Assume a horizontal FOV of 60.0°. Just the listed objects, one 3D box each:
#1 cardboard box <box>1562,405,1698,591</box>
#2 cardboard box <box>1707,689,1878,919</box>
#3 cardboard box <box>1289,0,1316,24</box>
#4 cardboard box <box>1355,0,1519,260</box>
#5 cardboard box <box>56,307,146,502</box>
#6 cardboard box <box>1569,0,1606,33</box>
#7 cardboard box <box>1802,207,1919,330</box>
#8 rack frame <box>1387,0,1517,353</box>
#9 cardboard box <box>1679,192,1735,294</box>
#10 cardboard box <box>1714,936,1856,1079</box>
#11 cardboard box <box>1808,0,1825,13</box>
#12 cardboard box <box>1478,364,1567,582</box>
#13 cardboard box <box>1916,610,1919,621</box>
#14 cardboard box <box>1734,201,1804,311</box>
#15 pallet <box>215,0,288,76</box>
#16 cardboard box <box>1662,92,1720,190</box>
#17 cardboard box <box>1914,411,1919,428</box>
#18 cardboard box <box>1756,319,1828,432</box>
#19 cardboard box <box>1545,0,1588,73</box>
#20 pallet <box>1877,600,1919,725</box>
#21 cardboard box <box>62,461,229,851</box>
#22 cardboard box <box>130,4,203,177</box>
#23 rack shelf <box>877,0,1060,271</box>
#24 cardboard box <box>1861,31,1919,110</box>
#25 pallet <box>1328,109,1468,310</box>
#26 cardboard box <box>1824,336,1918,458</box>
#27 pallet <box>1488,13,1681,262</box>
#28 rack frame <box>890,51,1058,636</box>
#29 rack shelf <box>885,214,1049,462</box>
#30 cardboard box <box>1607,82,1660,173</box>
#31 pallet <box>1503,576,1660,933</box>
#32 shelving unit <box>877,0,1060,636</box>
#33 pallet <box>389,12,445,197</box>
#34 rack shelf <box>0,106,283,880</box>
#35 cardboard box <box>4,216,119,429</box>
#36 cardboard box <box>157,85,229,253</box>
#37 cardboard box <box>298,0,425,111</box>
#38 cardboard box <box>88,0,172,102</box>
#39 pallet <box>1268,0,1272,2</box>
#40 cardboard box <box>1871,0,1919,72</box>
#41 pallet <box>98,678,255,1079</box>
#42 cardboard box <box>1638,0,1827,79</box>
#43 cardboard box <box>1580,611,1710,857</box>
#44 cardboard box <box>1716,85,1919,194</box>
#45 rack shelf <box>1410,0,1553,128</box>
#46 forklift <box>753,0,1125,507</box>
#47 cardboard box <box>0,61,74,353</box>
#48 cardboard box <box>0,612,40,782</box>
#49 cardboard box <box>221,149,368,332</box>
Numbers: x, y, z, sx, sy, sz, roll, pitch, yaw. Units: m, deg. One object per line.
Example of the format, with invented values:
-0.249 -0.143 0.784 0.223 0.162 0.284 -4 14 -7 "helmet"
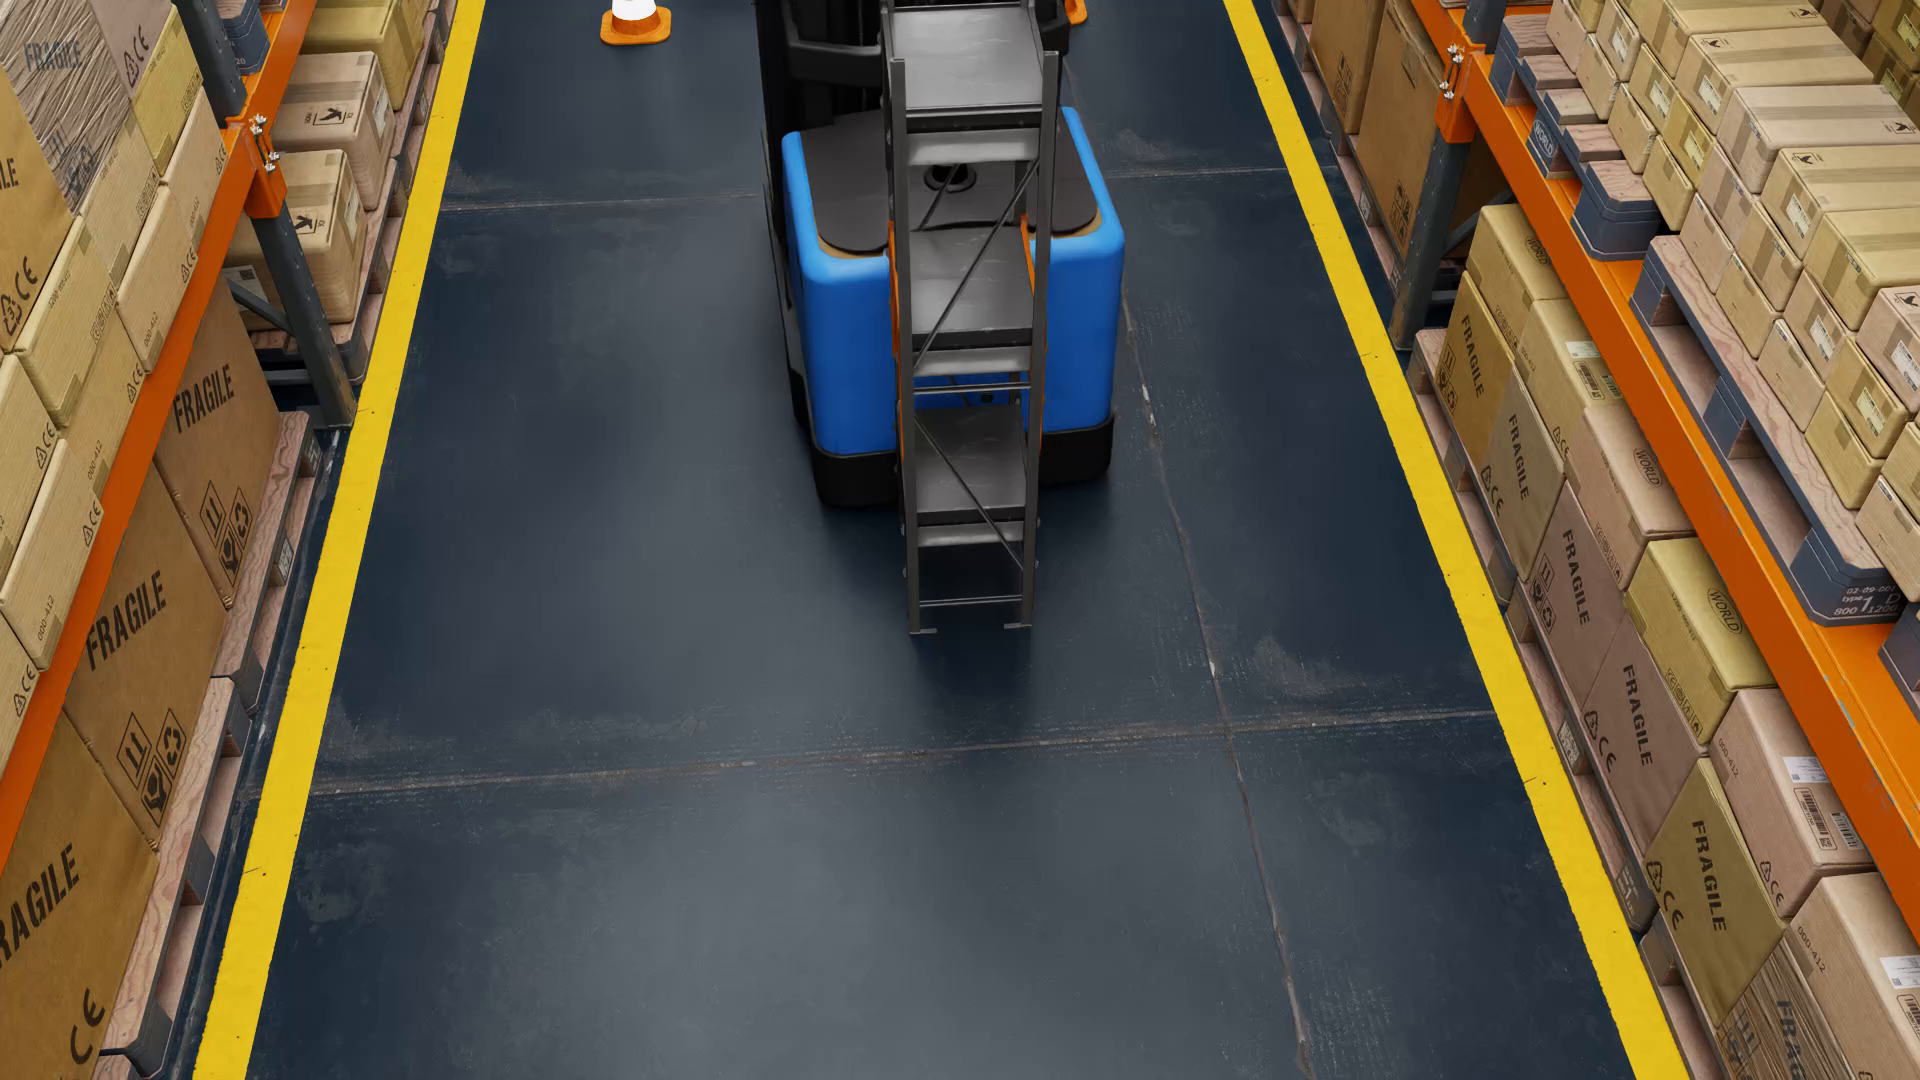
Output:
2.067 -0.134 4.727 0.500 0.250 0.500 -3 47 -3 "cardboard box"
2.170 0.624 4.009 0.500 0.250 0.500 -1 47 -1 "cardboard box"
2.063 -2.954 7.742 1.050 0.750 0.750 -3 47 -3 "cardboard box"
2.218 -1.648 6.505 1.050 0.750 0.750 -4 47 -4 "cardboard box"
-2.360 -0.321 4.092 0.500 0.250 0.500 -4 47 -4 "cardboard box"
2.020 -1.629 4.906 0.380 0.149 0.250 -2 47 -2 "cardboard box"
2.153 -0.616 3.741 0.380 0.149 0.250 -4 47 -4 "cardboard box"
2.179 -1.831 5.418 1.000 3.000 0.127 -3 47 -3 "rack frame"
2.110 -0.776 4.303 0.380 0.149 0.250 -2 47 -2 "cardboard box"
2.201 1.258 3.925 0.500 0.500 0.500 -4 47 -4 "cardboard box"
2.674 -1.661 4.936 0.380 0.149 0.250 -3 47 -2 "cardboard box"
2.030 -0.225 5.329 0.500 0.500 0.500 -3 47 -3 "cardboard box"
2.222 0.180 3.397 0.380 0.149 0.250 -6 47 -5 "cardboard box"
2.129 -0.698 4.024 0.380 0.149 0.250 -4 47 -4 "cardboard box"
-2.911 -1.900 5.616 1.213 0.211 1.003 -3 47 -3 "pallet"
2.091 -1.058 4.365 0.380 0.149 0.250 -3 47 -3 "cardboard box"
2.204 -0.227 3.373 0.380 0.149 0.250 -5 47 -5 "cardboard box"
2.149 -0.405 3.952 0.380 0.149 0.250 -5 47 -5 "cardboard box"
2.015 -1.553 5.039 0.380 0.149 0.250 -4 47 -4 "cardboard box"
2.595 0.567 3.279 1.003 0.211 1.213 -3 47 -3 "pallet"
-2.700 0.280 4.593 0.875 0.875 0.875 -3 47 -3 "cardboard box"
-2.451 -1.242 4.619 0.500 0.250 0.500 -4 47 -3 "cardboard box"
0.014 -1.074 4.376 0.431 0.518 0.480 -3 47 -3 "rack shelf"
2.723 -1.278 4.573 0.380 0.149 0.250 -2 47 -2 "cardboard box"
2.188 -1.447 6.975 1.003 0.211 1.213 -3 47 -3 "pallet"
2.170 -0.327 3.672 0.380 0.149 0.250 -3 47 -3 "cardboard box"
2.345 -1.256 5.005 1.213 0.211 1.003 -3 47 -3 "pallet"
0.034 -0.426 4.707 0.400 2.100 0.015 -3 47 -3 "rack frame"
0.014 -0.593 4.884 0.431 0.518 0.480 -3 47 -3 "rack shelf"
2.061 -1.164 4.670 0.380 0.149 0.250 -1 47 -1 "cardboard box"
2.342 0.574 5.061 1.003 0.211 1.213 -3 47 -3 "pallet"
0.014 -0.602 4.874 0.431 2.100 0.503 -3 47 -3 "shelving unit"
-2.908 -1.944 7.446 1.003 0.211 1.213 -3 47 -3 "pallet"
-2.578 0.238 3.955 1.077 0.370 4.000 -3 47 -3 "rack shelf"
-2.342 -0.502 3.919 0.500 0.250 0.500 -5 47 -4 "cardboard box"
-2.444 -1.055 4.787 0.500 0.250 0.500 -5 47 -5 "cardboard box"
-2.910 -2.189 7.278 0.950 0.372 0.625 -2 47 -2 "cardboard box"
-2.441 -1.477 4.325 0.500 0.500 0.500 -5 47 -4 "cardboard box"
1.984 -3.212 8.647 1.003 0.211 1.213 -3 47 -3 "pallet"
2.718 -1.395 4.480 0.380 0.149 0.250 -2 47 -2 "cardboard box"
-2.655 0.958 4.698 1.003 0.211 1.213 -3 47 -3 "pallet"
2.066 -1.375 4.461 0.380 0.149 0.250 -4 47 -4 "cardboard box"
2.120 0.516 4.628 0.500 0.500 0.500 -4 47 -4 "cardboard box"
2.112 -0.988 4.094 0.380 0.149 0.250 -2 47 -1 "cardboard box"
2.012 -3.030 7.050 1.077 0.370 4.000 -3 47 -3 "rack shelf"
-0.213 -2.206 5.821 1.130 2.935 3.031 -7 47 -6 "forklift"
-2.355 -0.746 3.633 0.500 0.500 0.500 -3 47 -3 "cardboard box"
-2.256 0.408 3.401 0.500 0.250 0.500 -4 47 -4 "cardboard box"
-2.782 -1.107 6.253 0.950 0.372 0.625 -6 47 -6 "cardboard box"
